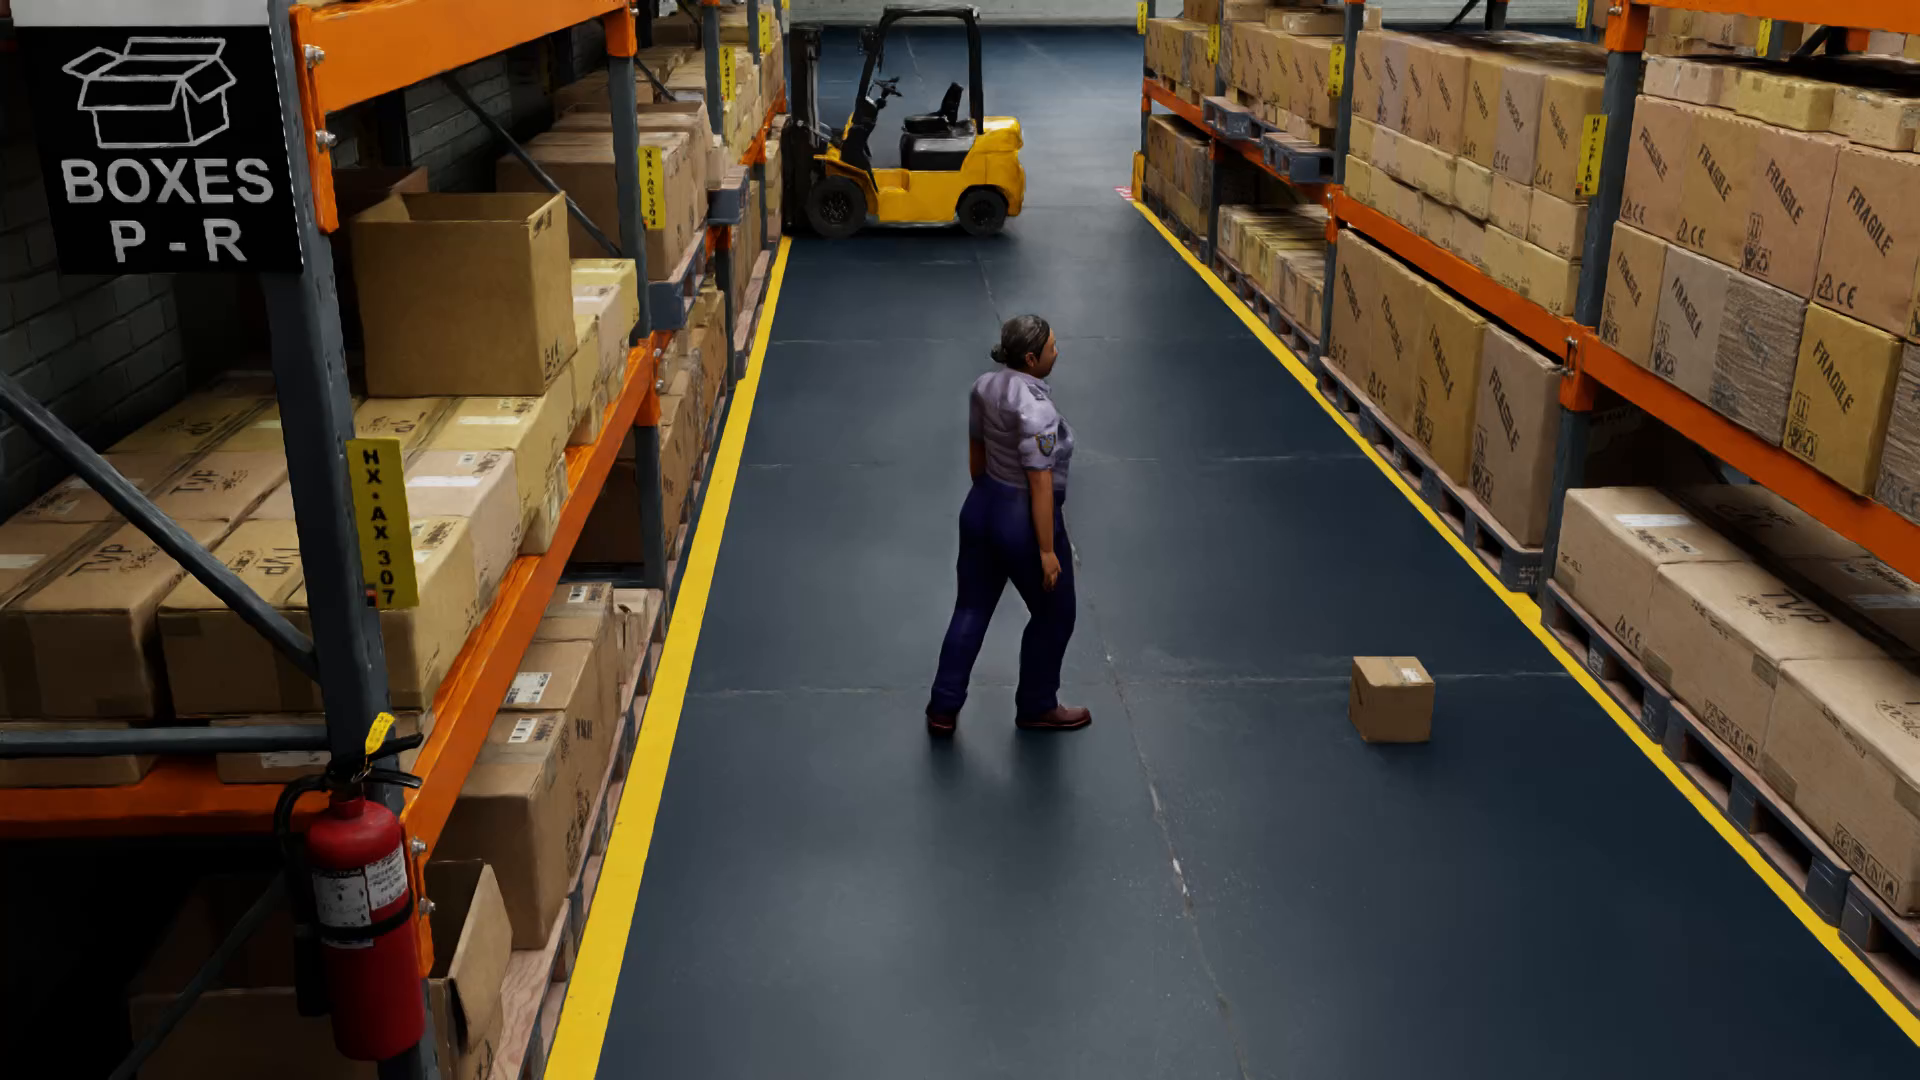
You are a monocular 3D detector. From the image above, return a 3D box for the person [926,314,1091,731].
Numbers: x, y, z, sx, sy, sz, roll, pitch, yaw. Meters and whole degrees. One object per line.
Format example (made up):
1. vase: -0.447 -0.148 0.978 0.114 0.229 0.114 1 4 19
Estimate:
1. person: 0.184 -0.036 6.209 0.605 1.637 0.584 -14 25 -34
